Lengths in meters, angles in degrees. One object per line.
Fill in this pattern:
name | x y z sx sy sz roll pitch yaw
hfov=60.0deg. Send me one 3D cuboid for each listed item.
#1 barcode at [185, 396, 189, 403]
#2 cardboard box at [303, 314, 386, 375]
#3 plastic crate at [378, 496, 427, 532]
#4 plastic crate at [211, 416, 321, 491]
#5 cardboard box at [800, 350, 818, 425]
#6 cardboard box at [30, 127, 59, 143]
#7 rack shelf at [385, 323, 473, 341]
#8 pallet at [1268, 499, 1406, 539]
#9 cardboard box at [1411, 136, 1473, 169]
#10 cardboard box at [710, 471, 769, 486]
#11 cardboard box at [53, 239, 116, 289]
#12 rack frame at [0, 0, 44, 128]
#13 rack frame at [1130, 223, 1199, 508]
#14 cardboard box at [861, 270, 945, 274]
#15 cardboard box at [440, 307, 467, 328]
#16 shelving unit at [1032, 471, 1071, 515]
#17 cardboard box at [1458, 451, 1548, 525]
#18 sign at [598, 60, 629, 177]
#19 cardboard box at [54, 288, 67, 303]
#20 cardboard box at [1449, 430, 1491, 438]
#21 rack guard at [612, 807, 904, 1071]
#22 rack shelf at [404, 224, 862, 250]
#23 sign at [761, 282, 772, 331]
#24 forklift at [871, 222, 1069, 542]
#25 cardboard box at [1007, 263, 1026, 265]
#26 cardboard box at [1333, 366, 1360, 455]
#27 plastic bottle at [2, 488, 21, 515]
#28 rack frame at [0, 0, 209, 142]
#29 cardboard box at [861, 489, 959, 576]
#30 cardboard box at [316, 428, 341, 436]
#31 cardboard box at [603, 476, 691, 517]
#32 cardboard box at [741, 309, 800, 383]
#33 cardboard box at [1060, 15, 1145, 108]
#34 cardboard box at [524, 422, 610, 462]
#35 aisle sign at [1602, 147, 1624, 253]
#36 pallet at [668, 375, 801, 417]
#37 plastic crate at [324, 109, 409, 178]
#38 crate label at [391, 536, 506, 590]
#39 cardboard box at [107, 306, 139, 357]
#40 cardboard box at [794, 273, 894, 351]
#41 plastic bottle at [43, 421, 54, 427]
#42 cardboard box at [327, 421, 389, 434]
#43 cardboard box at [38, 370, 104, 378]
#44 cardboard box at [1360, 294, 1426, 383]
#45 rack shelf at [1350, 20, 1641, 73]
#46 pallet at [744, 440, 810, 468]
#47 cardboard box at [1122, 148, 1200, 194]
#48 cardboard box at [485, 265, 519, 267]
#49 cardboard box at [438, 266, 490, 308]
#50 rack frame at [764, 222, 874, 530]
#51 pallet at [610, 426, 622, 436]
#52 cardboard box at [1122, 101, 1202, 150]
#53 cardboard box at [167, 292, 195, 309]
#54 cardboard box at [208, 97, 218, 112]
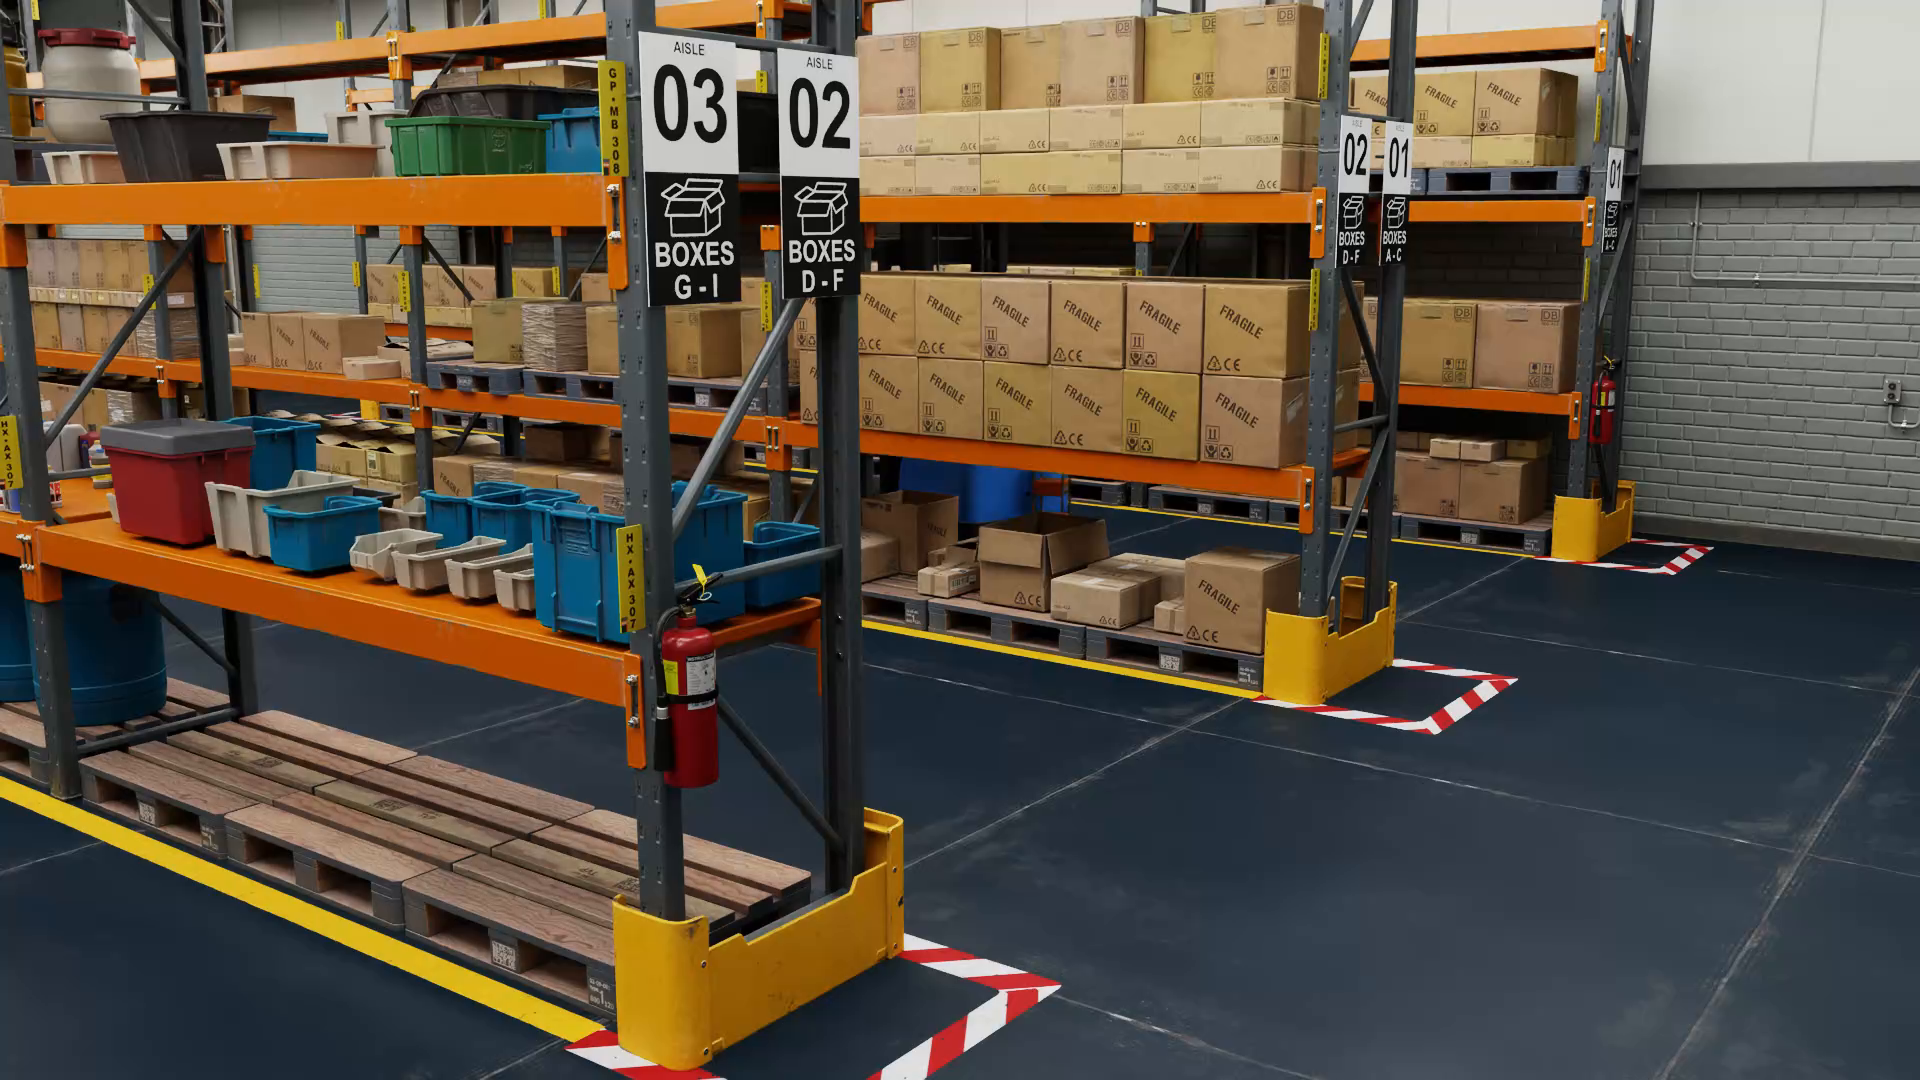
barcode | -7.471 -1.361 16.065 0.075 0.075 0.001 8 13 36
cardboard box | -5.568 -1.779 15.066 0.500 0.500 0.500 7 13 33
plastic crate | -2.336 -0.087 7.117 0.466 0.136 0.293 8 13 36
plastic crate | -3.339 -0.358 7.866 0.575 0.384 0.392 8 13 36
cardboard box | -0.733 -1.044 11.268 0.500 0.500 0.500 8 14 37
cardboard box | -9.477 -4.012 17.234 0.500 0.500 0.500 8 13 36
rack shelf | -6.113 -2.624 21.591 4.000 0.370 1.077 8 13 36
pallet | 3.501 -0.250 14.764 1.213 0.211 1.003 8 13 36
cardboard box | 4.003 -3.158 13.584 0.500 0.250 0.500 7 13 33
cardboard box | -1.664 -0.233 12.760 0.500 0.500 0.500 8 14 36
cardboard box | -9.005 -2.898 17.433 0.500 0.500 0.700 8 14 36
rack frame | -10.654 -5.389 18.193 0.127 3.000 1.000 8 13 36
rack frame | 1.947 -1.853 15.711 0.127 3.000 1.000 8 13 36
cardboard box | -0.421 -1.617 11.596 0.500 0.500 0.500 8 14 36
cardboard box | -6.279 -2.863 21.276 0.500 0.250 0.500 8 14 36
shelving unit | 0.728 -0.377 13.212 0.252 1.050 0.215 5 12 22
cardboard box | 4.548 -0.446 13.912 0.500 0.500 0.700 8 13 36
sign | -1.006 -1.222 4.827 0.005 0.325 0.100 8 13 36
cardboard box | -9.227 -2.561 17.399 0.250 0.149 0.380 8 14 36
cardboard box | 4.358 -0.838 14.230 0.250 0.149 0.380 8 14 36
rack guard | -0.666 1.341 5.781 0.348 0.500 1.175 8 13 36
rack shelf | -2.594 -2.439 12.735 4.000 0.370 1.077 8 13 36
sign | -1.308 -1.577 11.238 0.005 0.325 0.100 8 13 36
forklift | -0.339 -1.551 14.329 1.130 2.935 3.031 -7 13 -33
cardboard box | 0.480 -2.691 16.967 0.500 0.250 0.500 8 13 34
cardboard box | 2.040 -0.784 9.922 0.500 0.500 0.500 8 14 37
plastic bottle | -4.426 -0.270 7.857 0.135 0.276 0.152 8 13 36
rack frame | -3.917 -3.282 7.302 0.127 3.000 1.000 8 13 36
cardboard box | -0.355 -0.062 11.878 0.500 0.500 0.500 8 13 36
cardboard box | -6.005 -0.868 15.277 0.500 0.311 0.500 8 14 37
cardboard box | -2.347 -0.208 12.630 0.500 0.500 0.500 8 14 36
cardboard box | -1.232 -1.437 12.192 0.500 0.500 0.700 3 11 16
cardboard box | 0.999 -2.822 9.924 0.500 0.500 0.700 8 13 36
cardboard box | -3.265 -0.826 13.851 0.500 0.250 0.500 9 14 38
aisle sign | 5.051 -2.626 12.861 0.004 0.787 0.394 8 13 36
pallet | -1.562 -1.107 12.358 1.213 0.211 1.003 8 13 36
plastic crate | -2.297 -1.598 6.806 0.530 0.282 0.437 8 13 36
crate label | -1.921 0.087 6.219 0.243 0.136 0.396 8 13 36
cardboard box | -8.220 -2.150 16.983 0.500 0.500 0.700 8 13 35
cardboard box | -0.769 -1.538 11.188 0.500 0.500 0.500 8 14 37
plastic bottle | -4.998 -0.516 9.127 0.135 0.276 0.152 8 13 36
cardboard box | -5.707 -0.953 15.714 0.500 0.311 0.500 8 13 35
cardboard box | -10.046 -1.653 18.837 0.500 0.500 0.500 8 13 36
cardboard box | 3.552 -1.774 14.511 0.700 0.700 0.980 7 13 33
rack shelf | 3.559 -4.024 14.086 4.000 0.370 1.077 8 13 36
pallet | -1.906 -1.022 18.756 1.213 0.211 1.003 8 13 36
cardboard box | 1.275 -2.119 9.583 0.500 0.250 0.500 8 13 36
cardboard box | -5.994 -3.314 21.630 0.500 0.500 0.500 8 14 36
cardboard box | -6.290 -3.235 21.220 0.500 0.500 0.500 8 14 37
rack frame | -0.982 -1.094 11.789 0.127 3.000 1.000 8 13 36
pallet | -3.873 -1.296 20.174 1.213 0.211 1.003 8 13 36
cardboard box | 1.274 -2.364 9.534 0.500 0.250 0.500 8 13 36
cardboard box | -7.776 -2.359 16.356 0.250 0.149 0.380 8 13 35
cardboard box | -6.956 -3.892 15.667 0.500 0.500 0.500 8 14 36
